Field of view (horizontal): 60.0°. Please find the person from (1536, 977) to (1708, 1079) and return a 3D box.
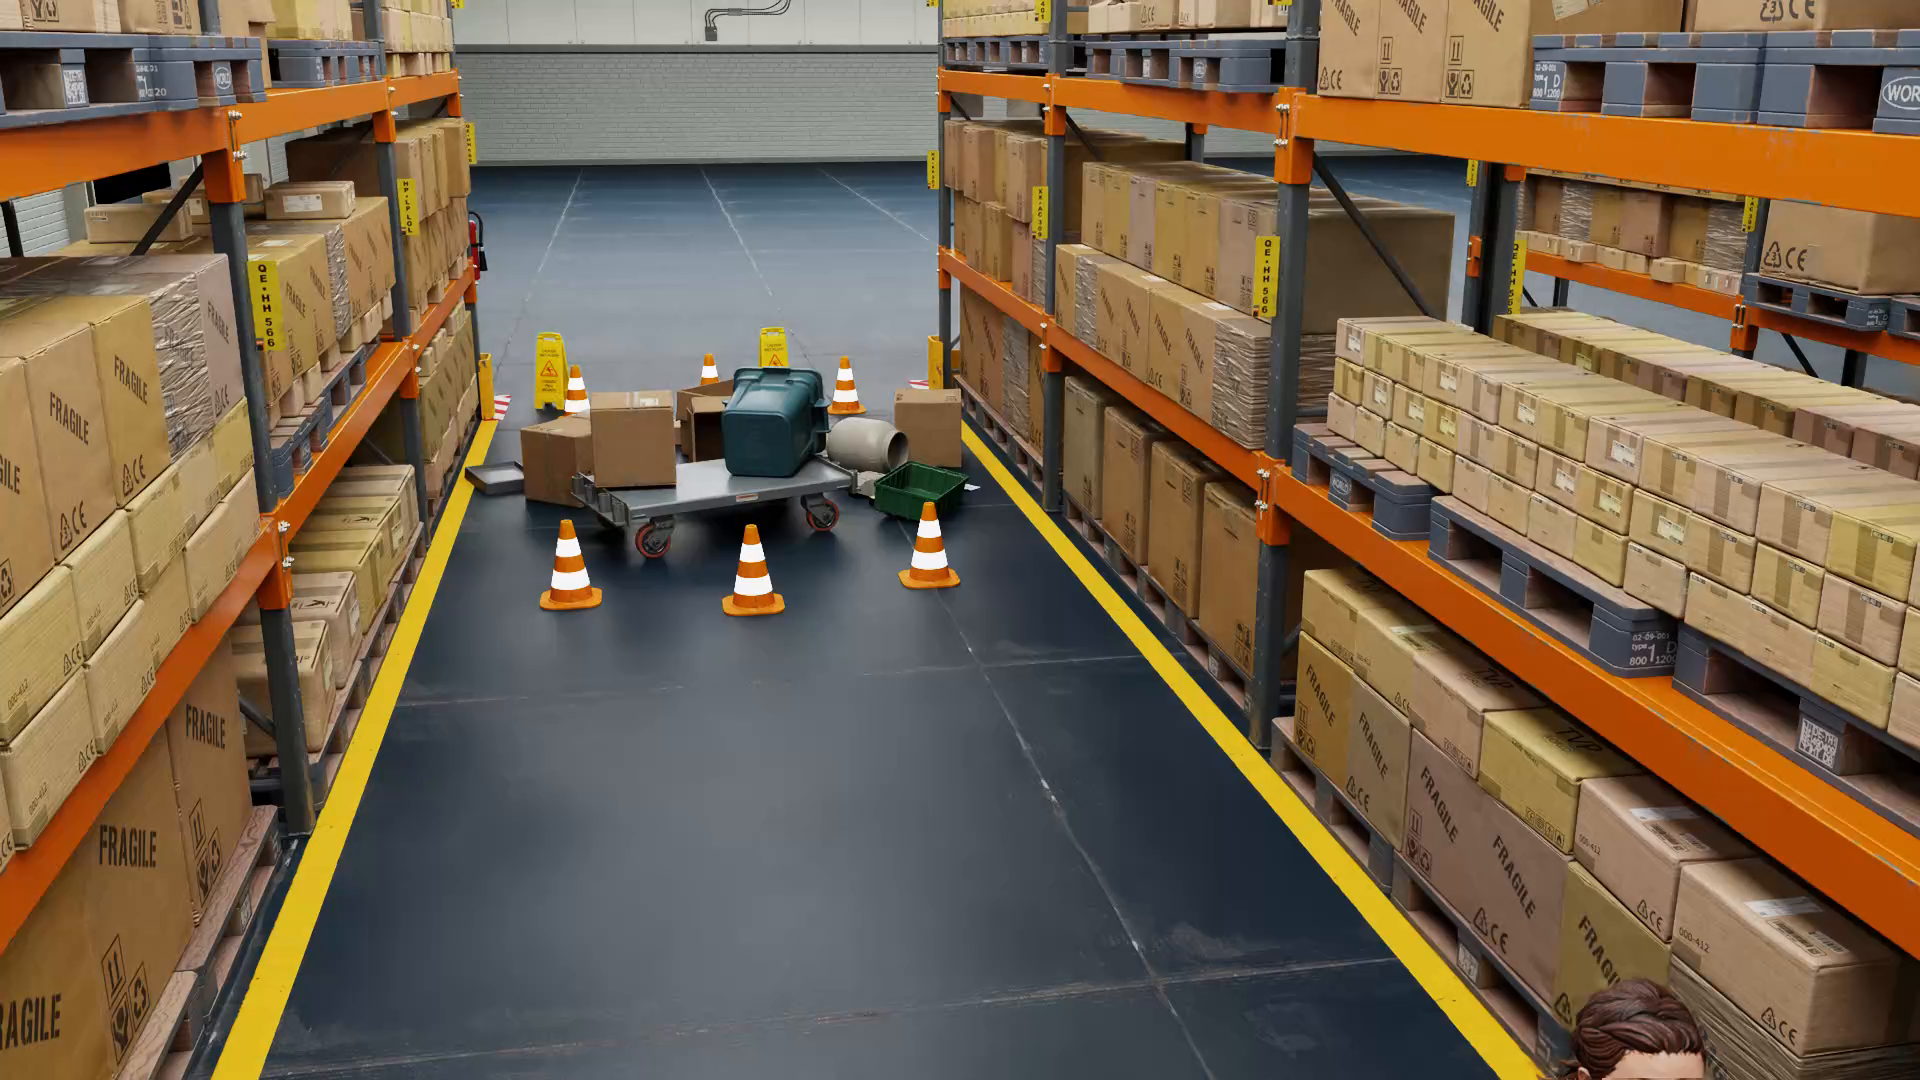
[{"bbox_3d":[1.028,1.465,2.514,0.467,1.629,0.926,-3,17,-11],"label":"person"}]
